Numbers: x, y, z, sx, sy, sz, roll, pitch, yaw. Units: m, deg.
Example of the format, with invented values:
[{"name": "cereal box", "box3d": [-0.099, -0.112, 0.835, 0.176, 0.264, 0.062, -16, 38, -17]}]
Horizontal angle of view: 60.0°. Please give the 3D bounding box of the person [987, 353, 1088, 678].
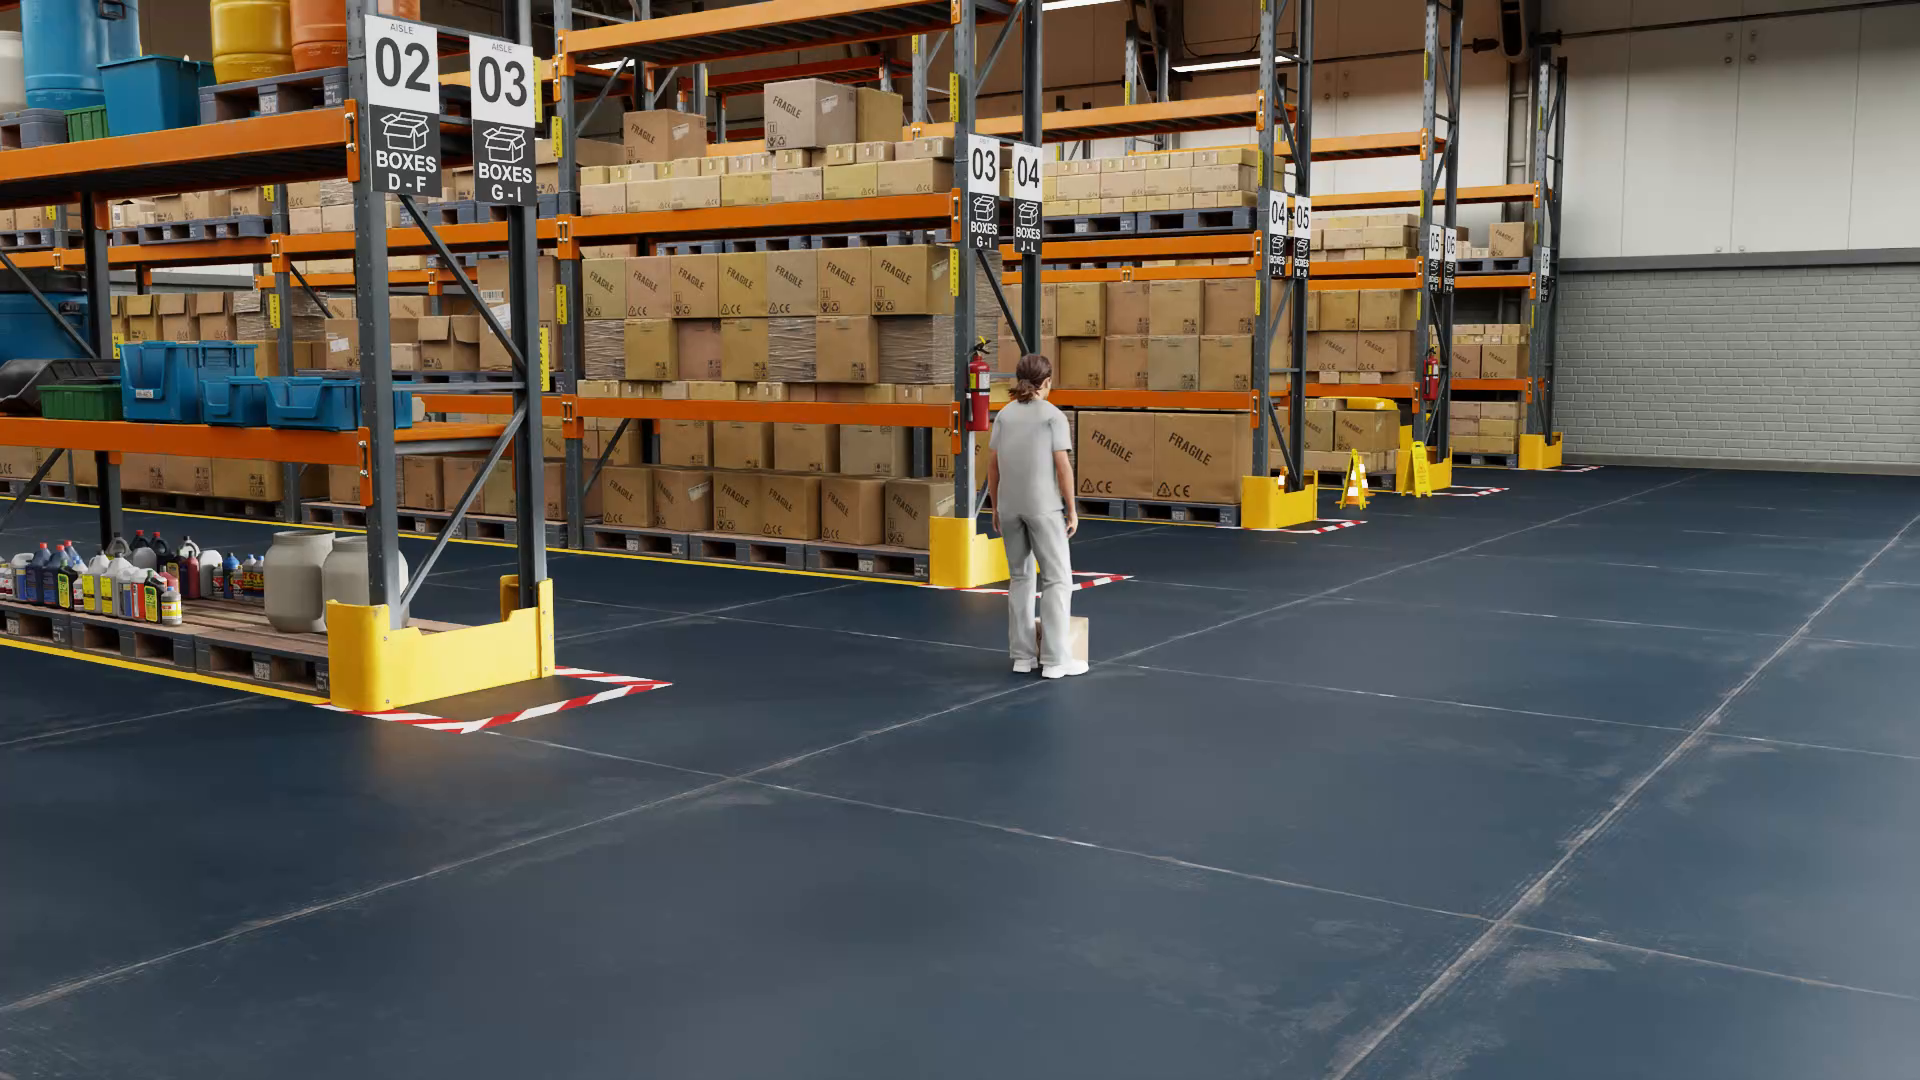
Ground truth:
[{"name": "person", "box3d": [0.401, -0.136, 8.687, 0.514, 1.671, 0.416, 4, 7, 30]}]
